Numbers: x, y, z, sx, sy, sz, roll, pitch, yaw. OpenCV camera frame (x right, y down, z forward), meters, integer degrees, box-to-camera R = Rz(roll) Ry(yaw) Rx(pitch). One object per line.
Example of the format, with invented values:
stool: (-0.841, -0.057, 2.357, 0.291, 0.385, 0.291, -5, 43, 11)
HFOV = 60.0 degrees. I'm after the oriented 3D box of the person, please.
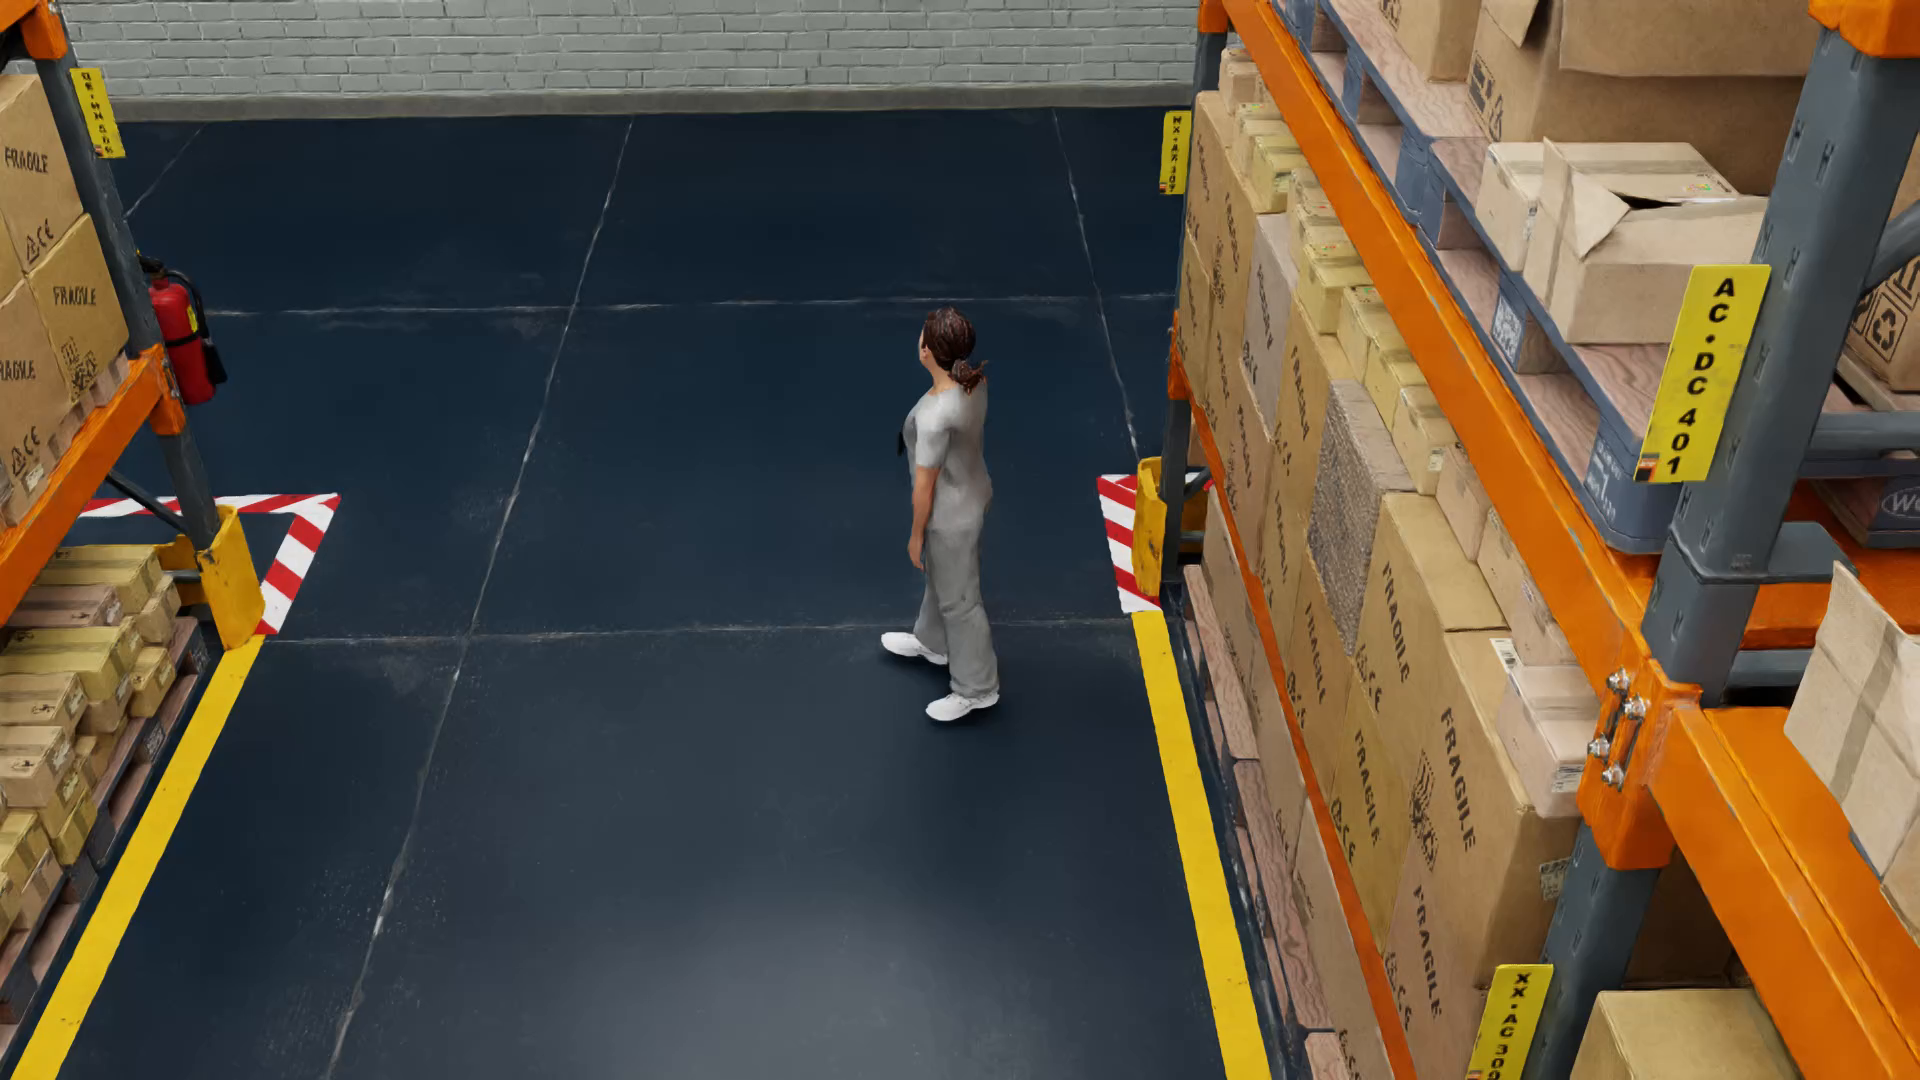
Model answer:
person: (-0.080, -0.129, 6.289, 0.571, 1.668, 0.560, 11, 37, 15)
